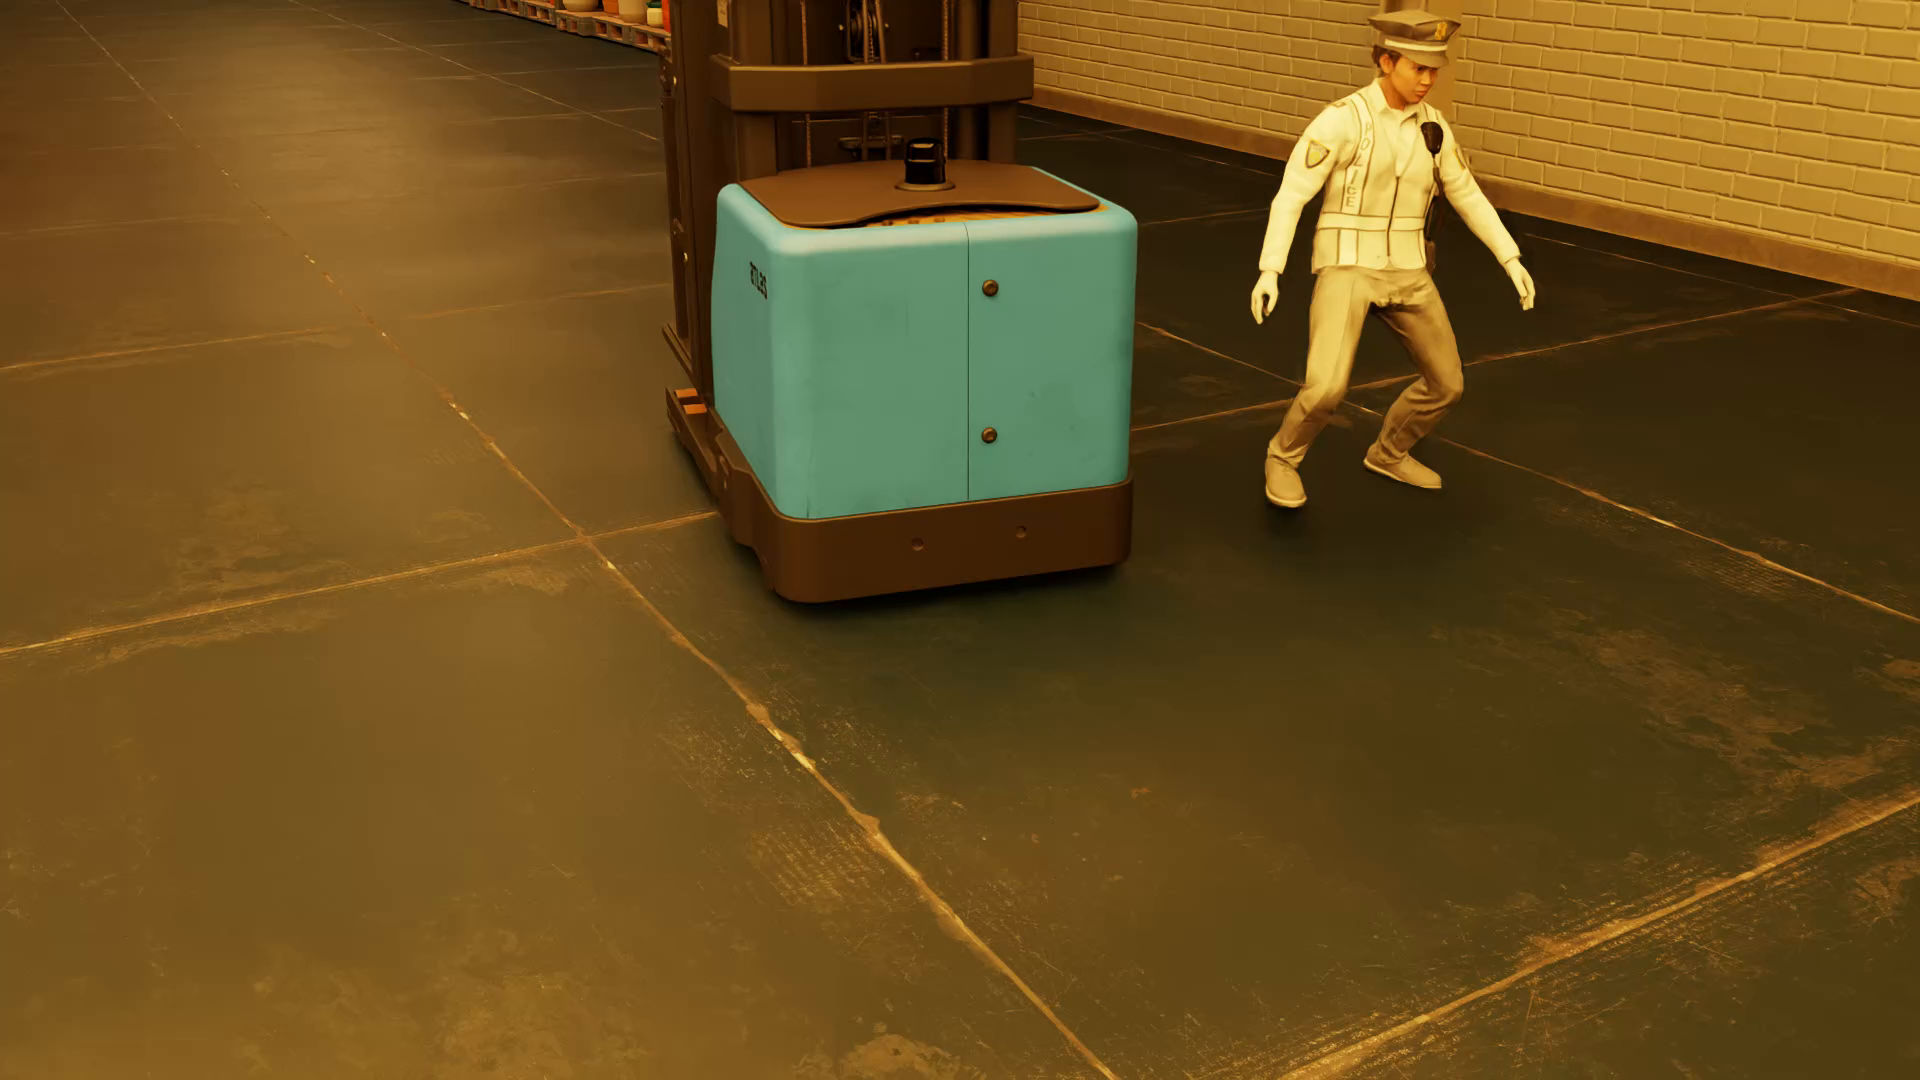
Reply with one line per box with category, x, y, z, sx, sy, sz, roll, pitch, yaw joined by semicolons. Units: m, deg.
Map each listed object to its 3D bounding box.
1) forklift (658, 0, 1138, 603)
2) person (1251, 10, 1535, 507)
forklift;-0.441;-1.715;5.452;1.130;2.935;3.031;-7;23;-17
person;1.308;-0.827;5.153;0.869;1.556;0.612;-5;23;-13
